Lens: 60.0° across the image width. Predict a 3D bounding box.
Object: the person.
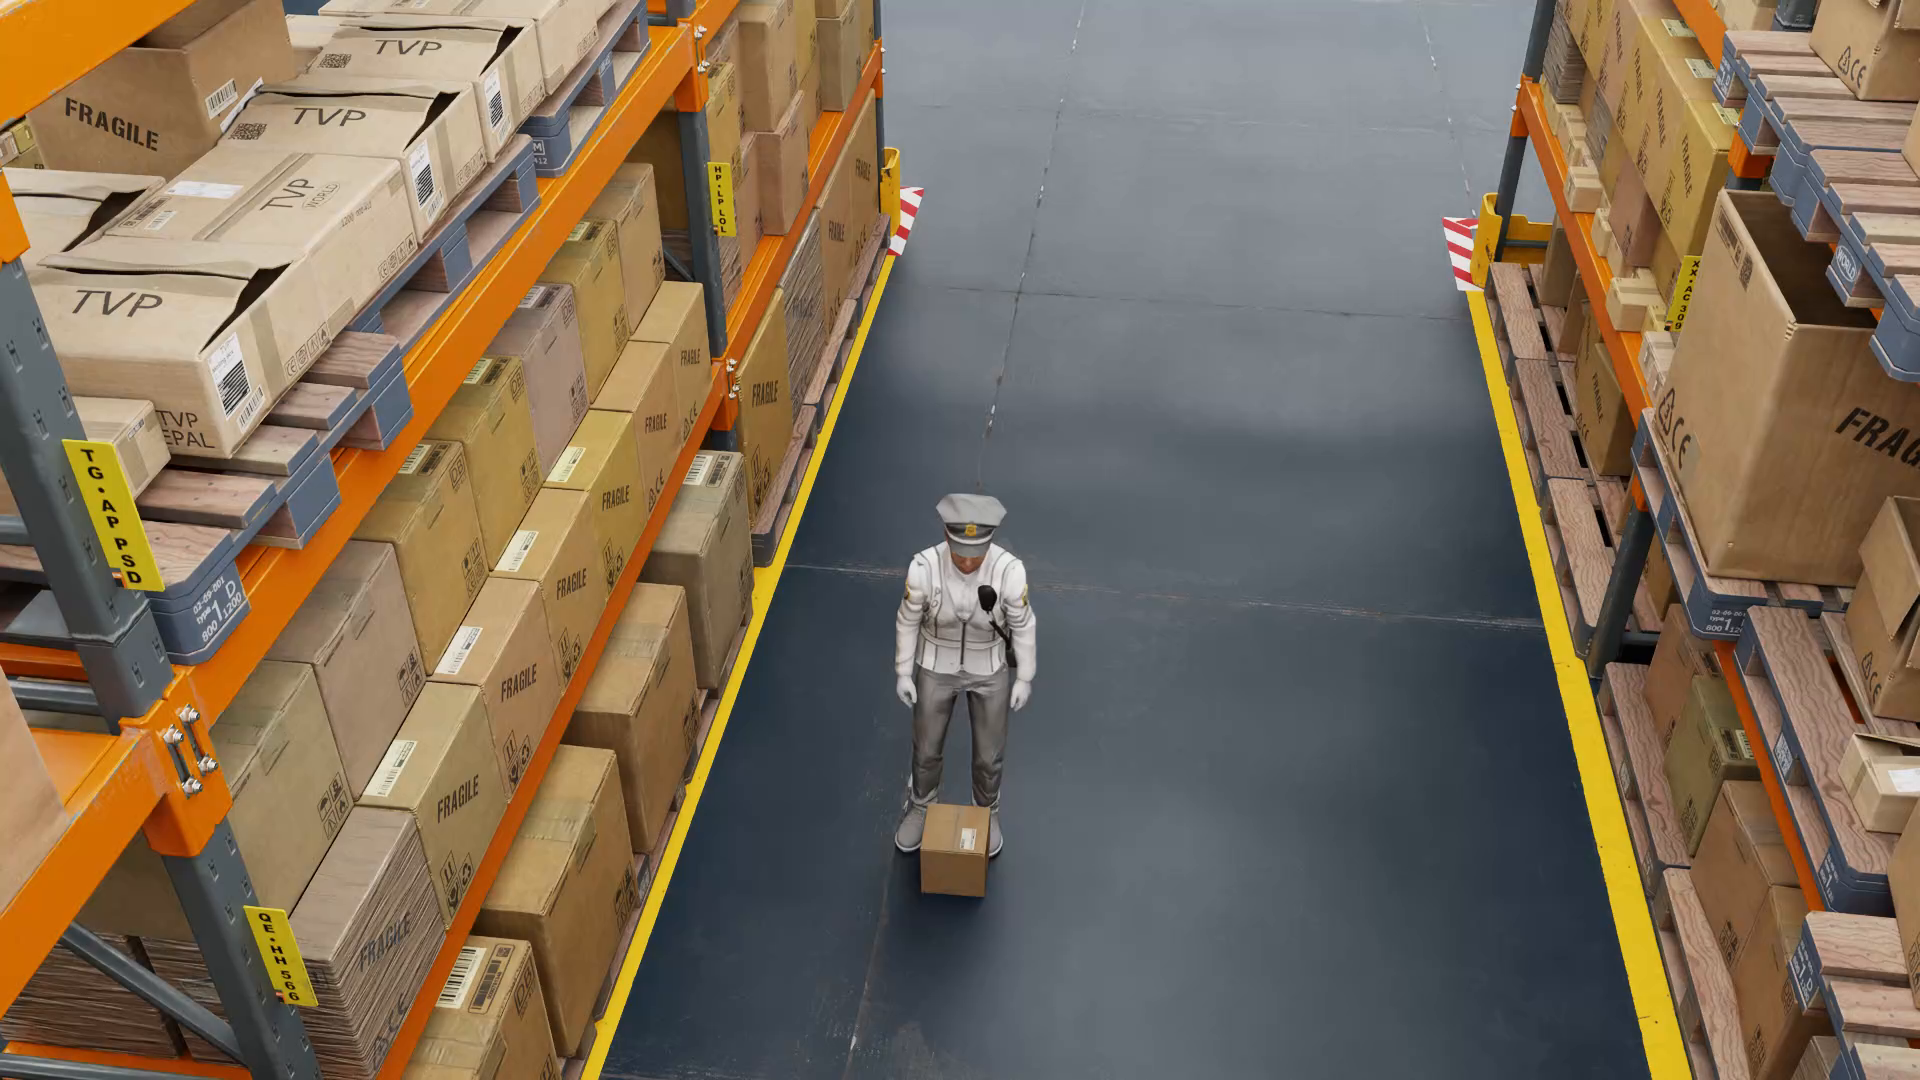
[{"bbox_3d":[0.016,0.512,6.337,0.547,1.665,0.373,2,36,3],"label":"person"}]
